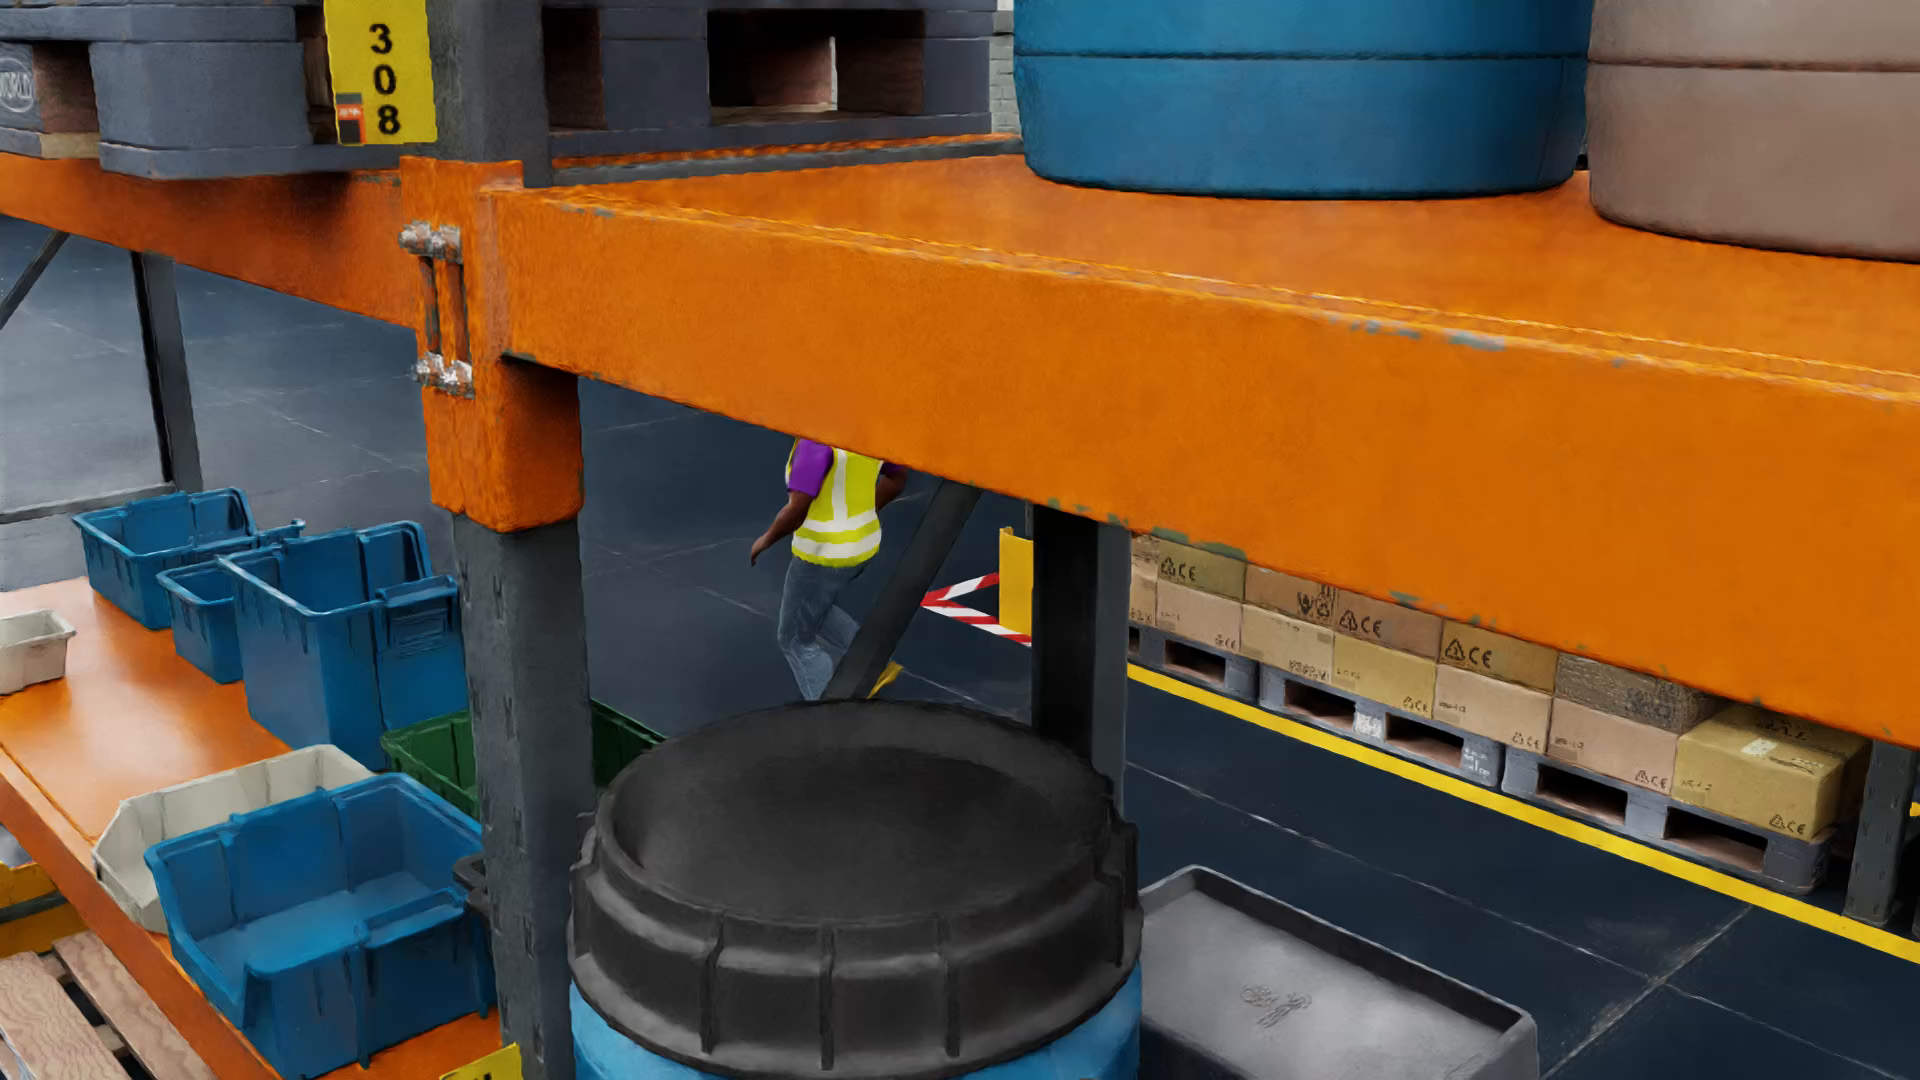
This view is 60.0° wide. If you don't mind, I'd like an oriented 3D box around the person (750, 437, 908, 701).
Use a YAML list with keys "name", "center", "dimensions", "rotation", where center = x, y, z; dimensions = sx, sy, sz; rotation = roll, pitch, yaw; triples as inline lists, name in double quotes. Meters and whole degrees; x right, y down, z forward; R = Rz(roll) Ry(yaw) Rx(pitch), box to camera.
- name: "person"
  center: [-0.573, 0.034, 6.952]
  dimensions: [0.507, 1.729, 0.749]
  rotation: [7, 19, 22]
